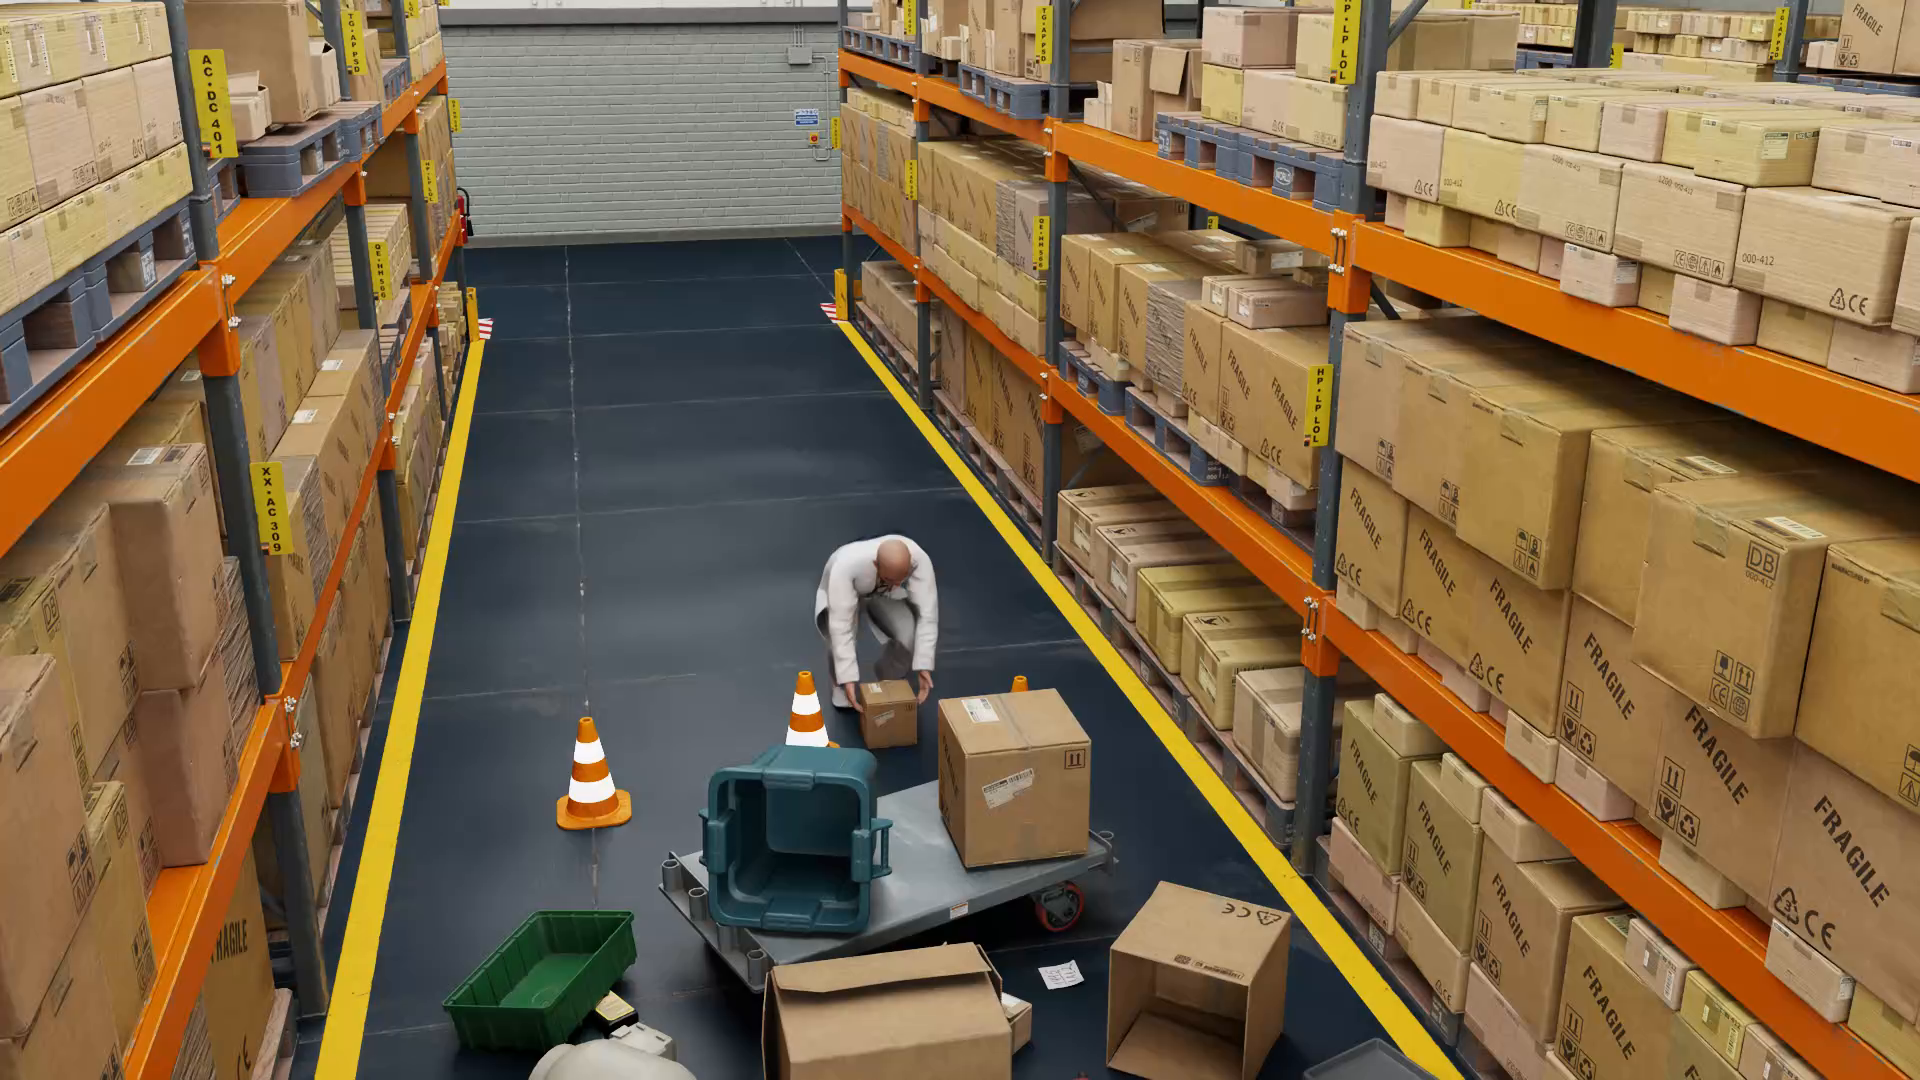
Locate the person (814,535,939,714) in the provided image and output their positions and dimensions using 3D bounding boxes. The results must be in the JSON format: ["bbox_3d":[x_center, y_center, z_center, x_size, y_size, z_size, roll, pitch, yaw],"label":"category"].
[{"bbox_3d":[-0.445,0.395,8.636,0.612,1.004,0.895,-5,20,-13],"label":"person"}]
